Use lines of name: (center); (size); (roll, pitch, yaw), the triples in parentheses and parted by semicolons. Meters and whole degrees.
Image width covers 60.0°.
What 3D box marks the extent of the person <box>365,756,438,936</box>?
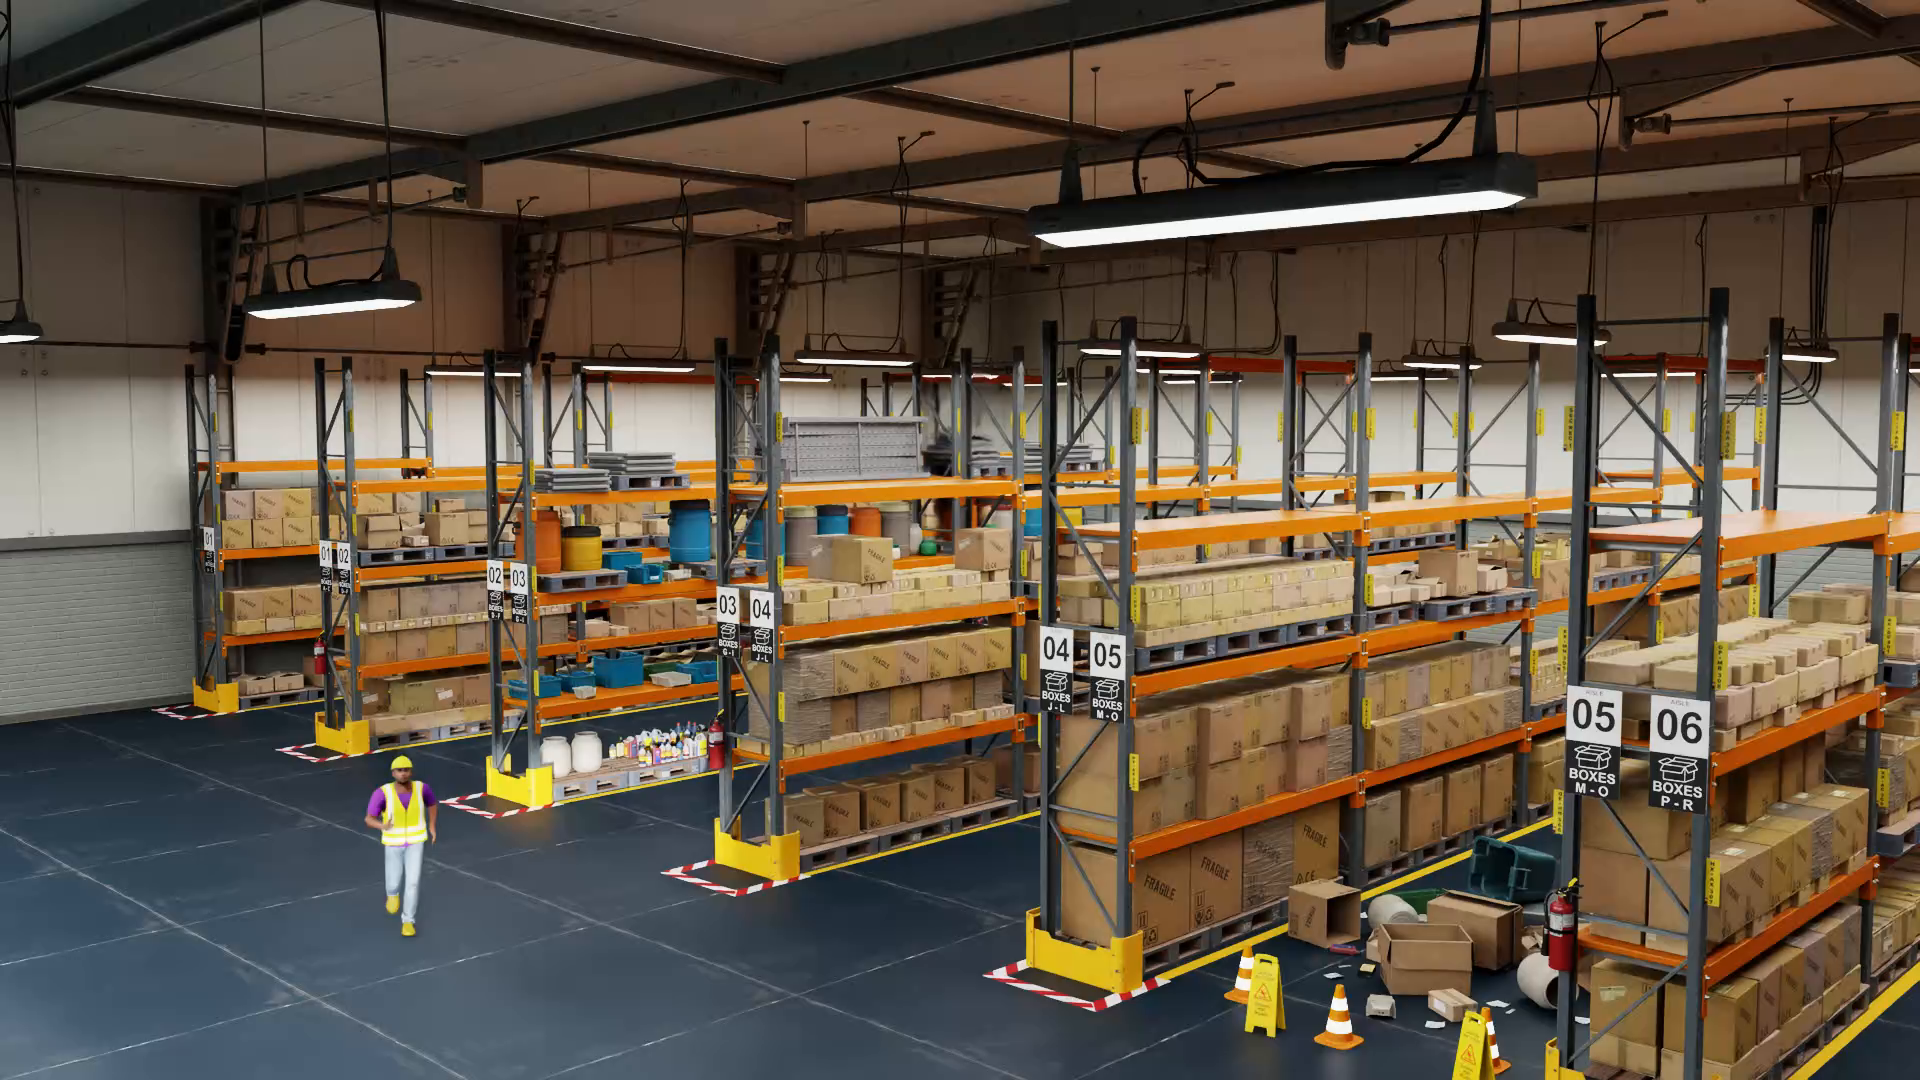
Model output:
person: (-5.572, 3.015, 16.635); (0.711, 1.739, 0.812); (-2, 5, -25)
